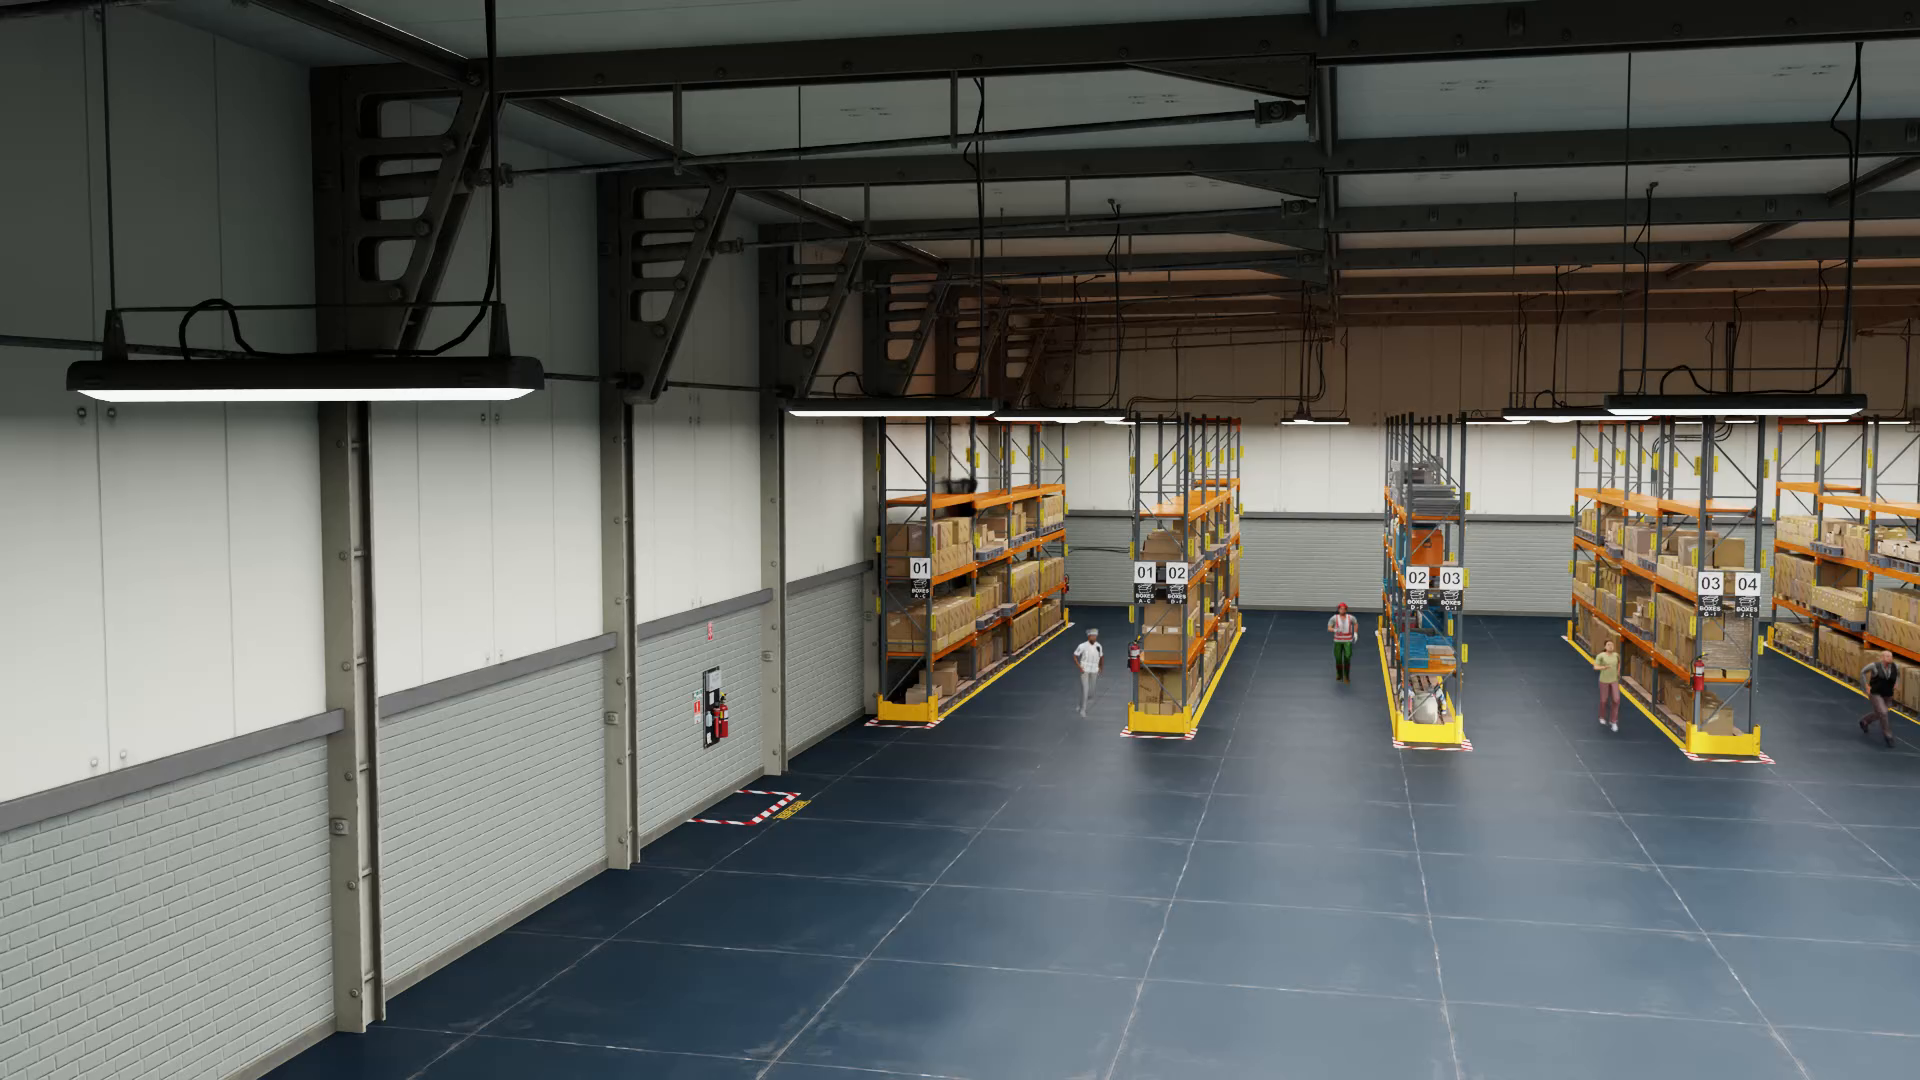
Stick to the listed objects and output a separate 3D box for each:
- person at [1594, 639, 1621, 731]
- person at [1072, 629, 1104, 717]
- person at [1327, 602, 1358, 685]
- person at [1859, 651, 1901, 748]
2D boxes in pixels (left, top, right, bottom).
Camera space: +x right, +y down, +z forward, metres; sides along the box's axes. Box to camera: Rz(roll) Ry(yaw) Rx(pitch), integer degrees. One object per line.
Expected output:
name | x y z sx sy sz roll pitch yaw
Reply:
person | 12.340 2.735 31.659 0.562 1.714 0.728 0 4 7
person | 2.444 2.493 31.555 0.651 1.645 0.570 -1 4 -18
person | 8.546 2.316 37.177 0.664 1.852 0.775 1 4 13
person | 16.686 2.838 30.195 0.663 1.723 1.092 0 4 -6
